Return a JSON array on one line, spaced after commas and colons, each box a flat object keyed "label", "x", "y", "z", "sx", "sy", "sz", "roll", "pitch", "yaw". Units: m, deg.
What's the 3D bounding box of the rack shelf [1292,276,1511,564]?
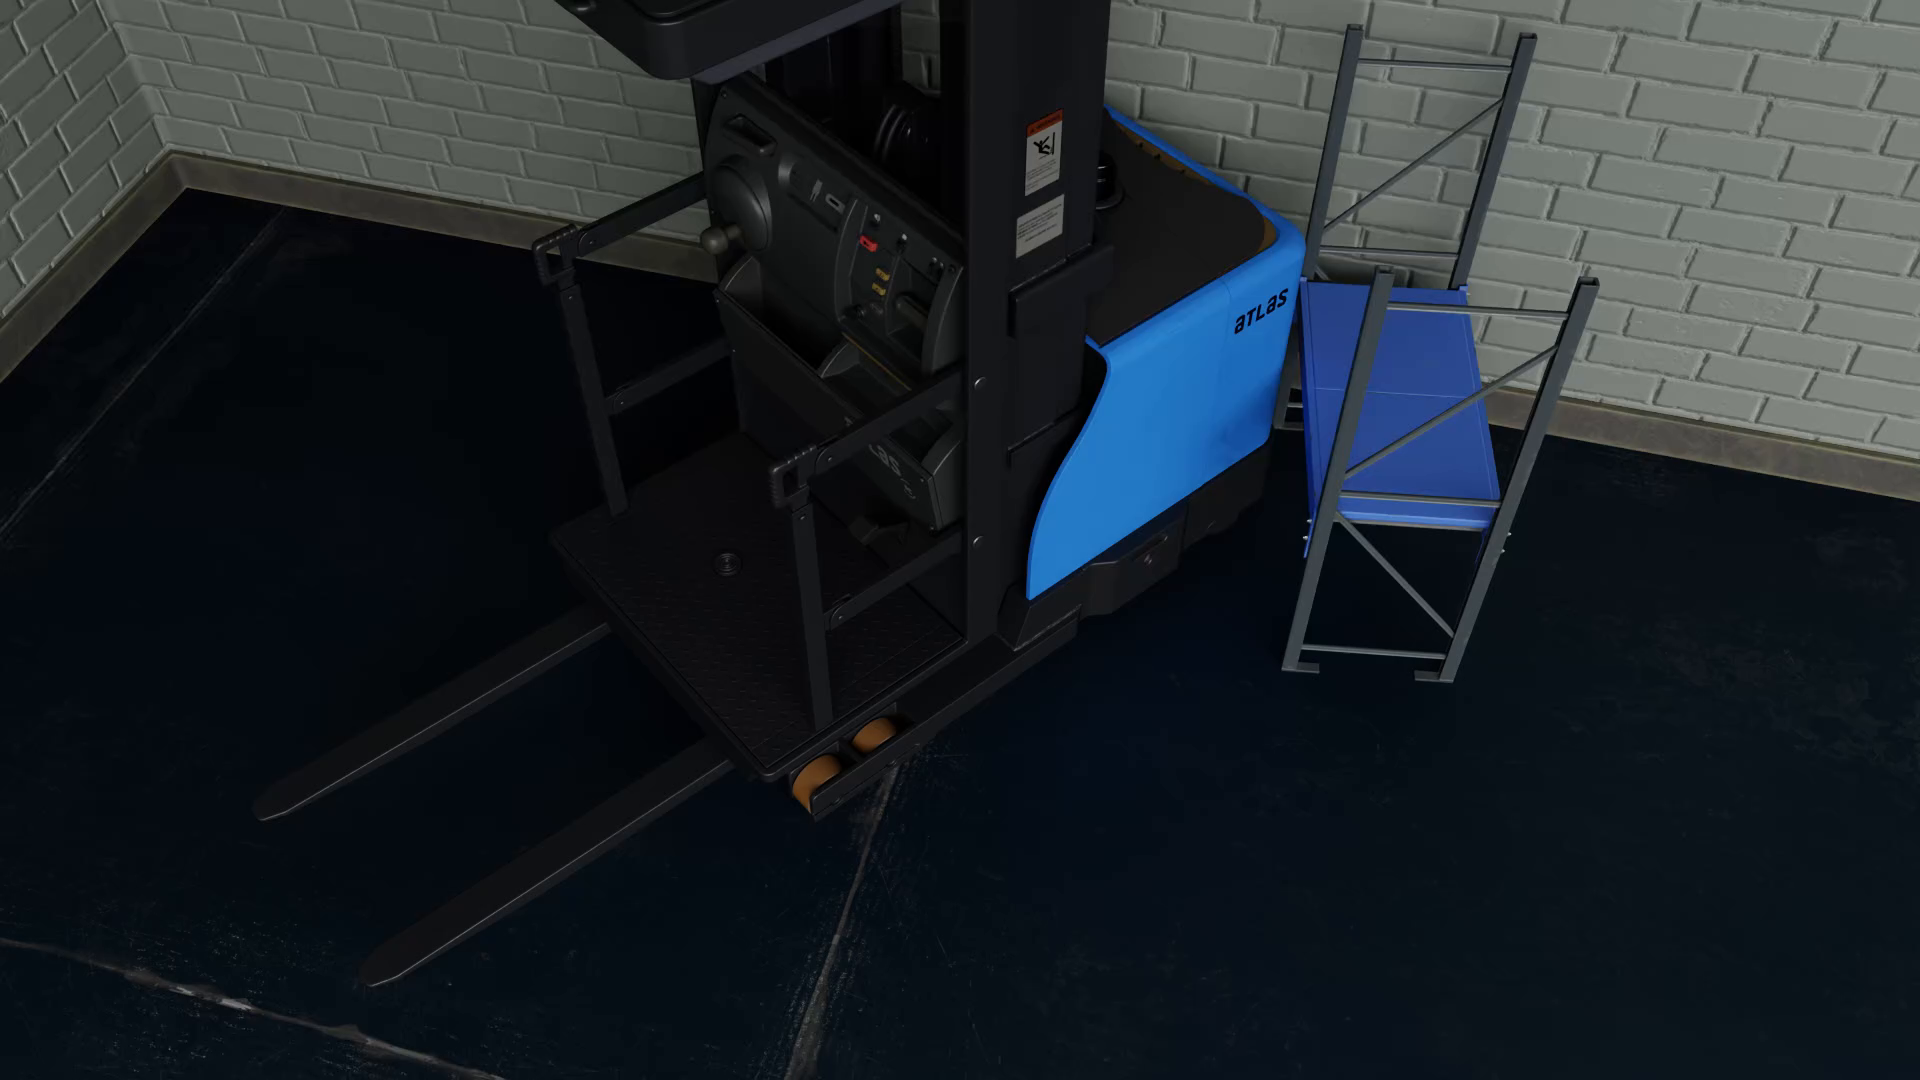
[{"label": "rack shelf", "x": 1.244, "y": -0.366, "z": 4.812, "sx": 0.538, "sy": 0.185, "sz": 1.000, "roll": 4, "pitch": 49, "yaw": 3}]

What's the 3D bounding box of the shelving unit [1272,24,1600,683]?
[{"label": "shelving unit", "x": 1.244, "y": -0.485, "z": 4.677, "sx": 0.538, "sy": 1.500, "sz": 1.048, "roll": 4, "pitch": 49, "yaw": 3}]

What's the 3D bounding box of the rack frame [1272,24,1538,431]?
[{"label": "rack frame", "x": 1.290, "y": -0.864, "z": 5.012, "sx": 0.500, "sy": 1.500, "sz": 0.032, "roll": 4, "pitch": 49, "yaw": 3}]

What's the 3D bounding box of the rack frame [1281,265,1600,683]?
[{"label": "rack frame", "x": 1.198, "y": -0.105, "z": 4.342, "sx": 0.500, "sy": 1.500, "sz": 0.032, "roll": 4, "pitch": 49, "yaw": 3}]

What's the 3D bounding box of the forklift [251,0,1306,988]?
[{"label": "forklift", "x": -0.480, "y": -0.667, "z": 3.884, "sx": 3.031, "sy": 2.935, "sz": 1.130, "roll": -32, "pitch": 56, "yaw": -25}]
